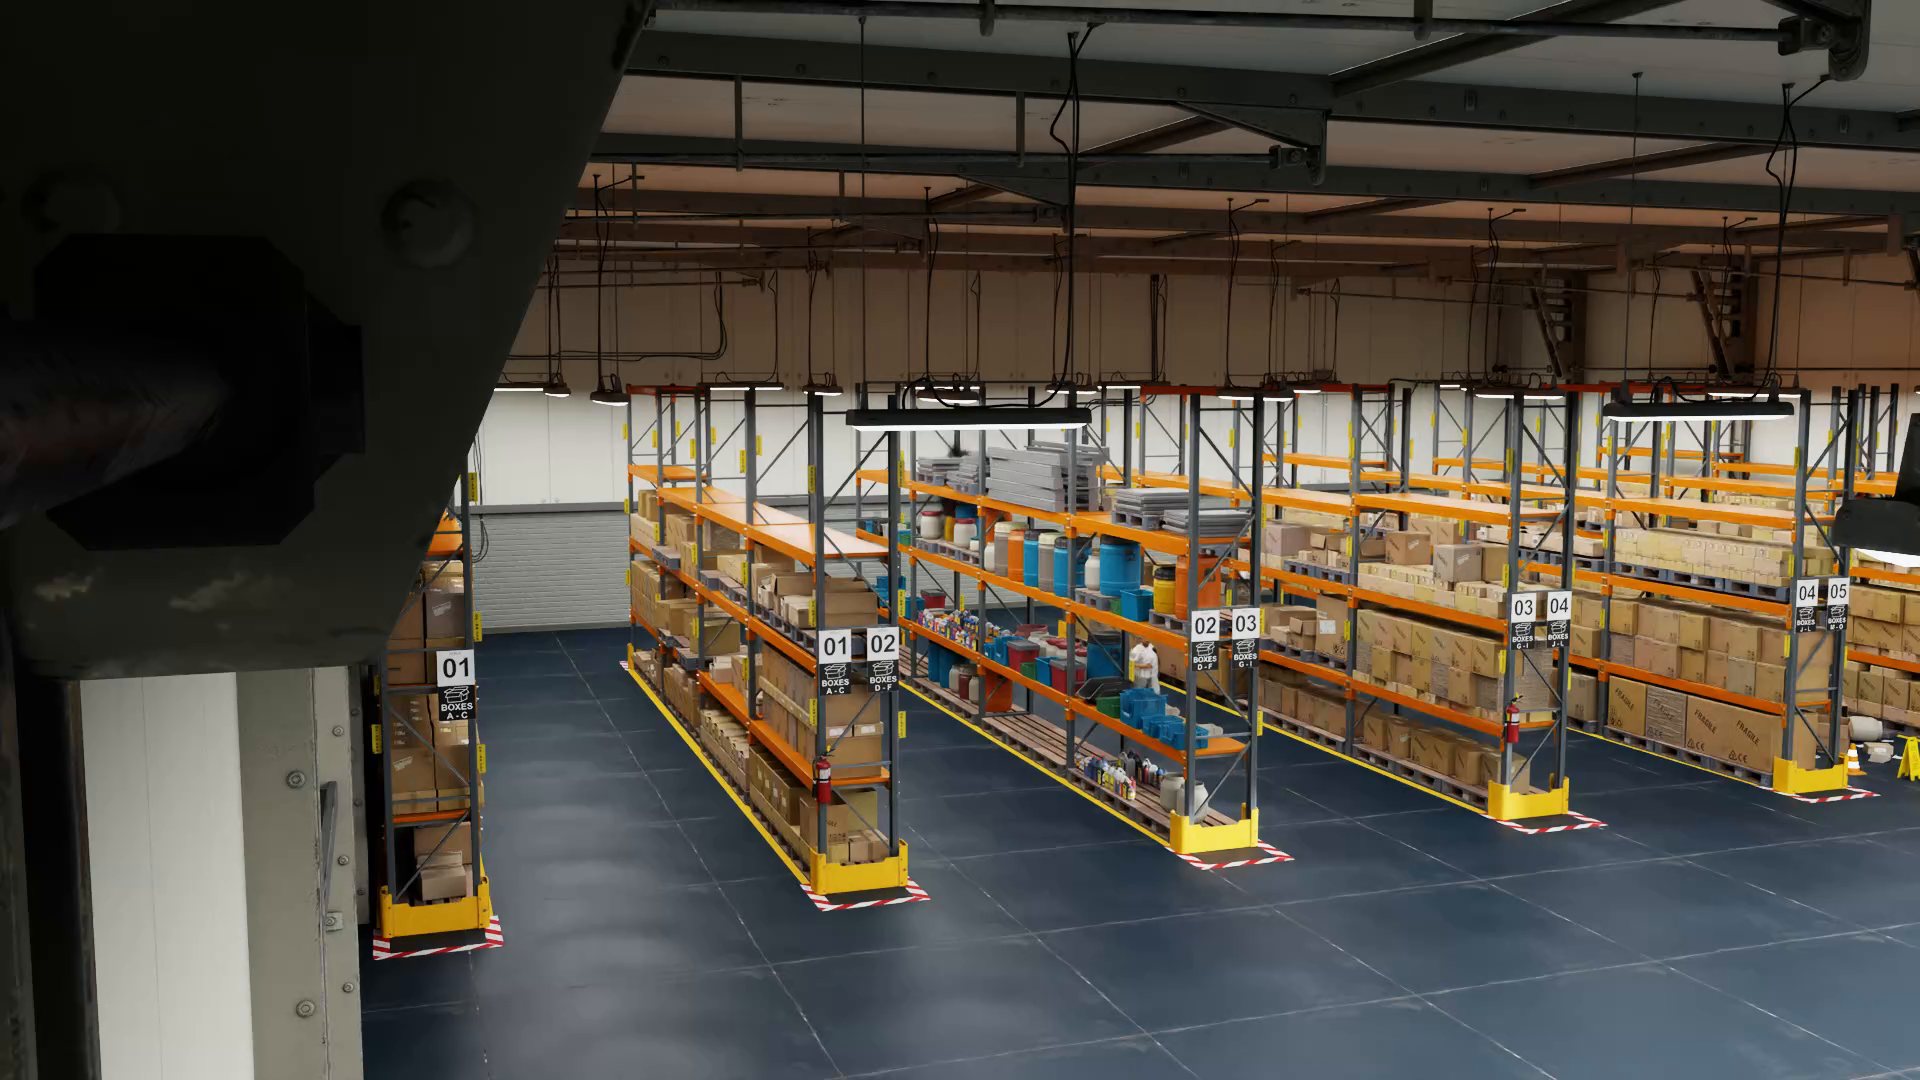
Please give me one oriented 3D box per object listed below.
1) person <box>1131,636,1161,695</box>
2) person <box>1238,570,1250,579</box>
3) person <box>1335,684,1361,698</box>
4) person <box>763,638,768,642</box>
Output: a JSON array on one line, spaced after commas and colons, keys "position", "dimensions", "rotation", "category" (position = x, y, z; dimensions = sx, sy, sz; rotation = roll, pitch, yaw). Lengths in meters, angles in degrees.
[{"position": [3.290, 2.464, 29.575], "dimensions": [0.607, 1.708, 0.845], "rotation": [-3, 6, -24], "category": "person"}, {"position": [7.035, 1.224, 41.252], "dimensions": [0.772, 1.698, 0.879], "rotation": [-2, 6, -17], "category": "person"}, {"position": [7.329, 2.288, 31.379], "dimensions": [0.528, 1.633, 0.750], "rotation": [-2, 6, -22], "category": "person"}, {"position": [-3.838, 1.824, 33.761], "dimensions": [0.698, 1.730, 0.658], "rotation": [-3, 7, -27], "category": "person"}]
